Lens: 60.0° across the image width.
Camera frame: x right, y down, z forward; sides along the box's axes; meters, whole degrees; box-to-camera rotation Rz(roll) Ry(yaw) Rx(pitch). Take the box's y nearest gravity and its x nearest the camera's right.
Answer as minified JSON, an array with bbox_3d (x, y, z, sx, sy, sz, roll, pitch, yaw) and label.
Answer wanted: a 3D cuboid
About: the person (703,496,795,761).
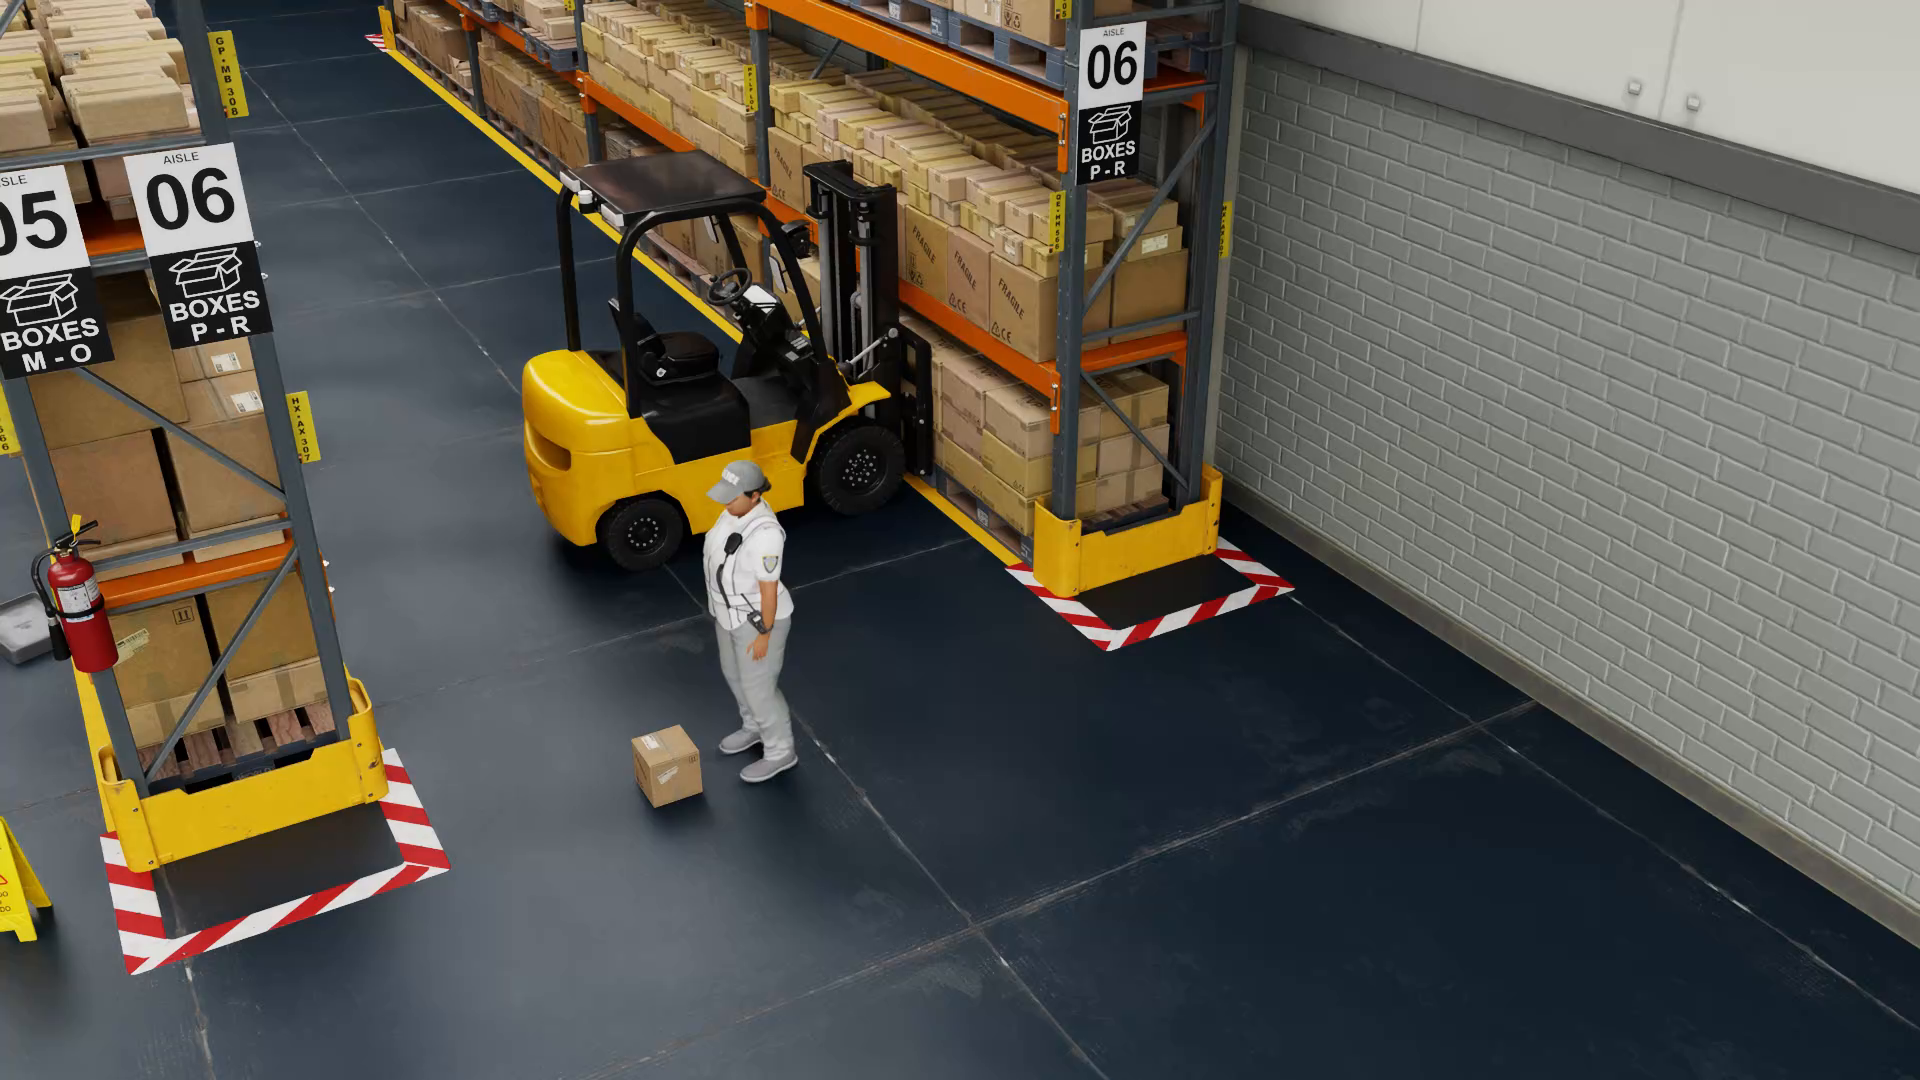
[{"bbox_3d":[-1.005,0.432,7.956,0.380,1.354,0.425,-15,33,-25],"label":"person"}]
